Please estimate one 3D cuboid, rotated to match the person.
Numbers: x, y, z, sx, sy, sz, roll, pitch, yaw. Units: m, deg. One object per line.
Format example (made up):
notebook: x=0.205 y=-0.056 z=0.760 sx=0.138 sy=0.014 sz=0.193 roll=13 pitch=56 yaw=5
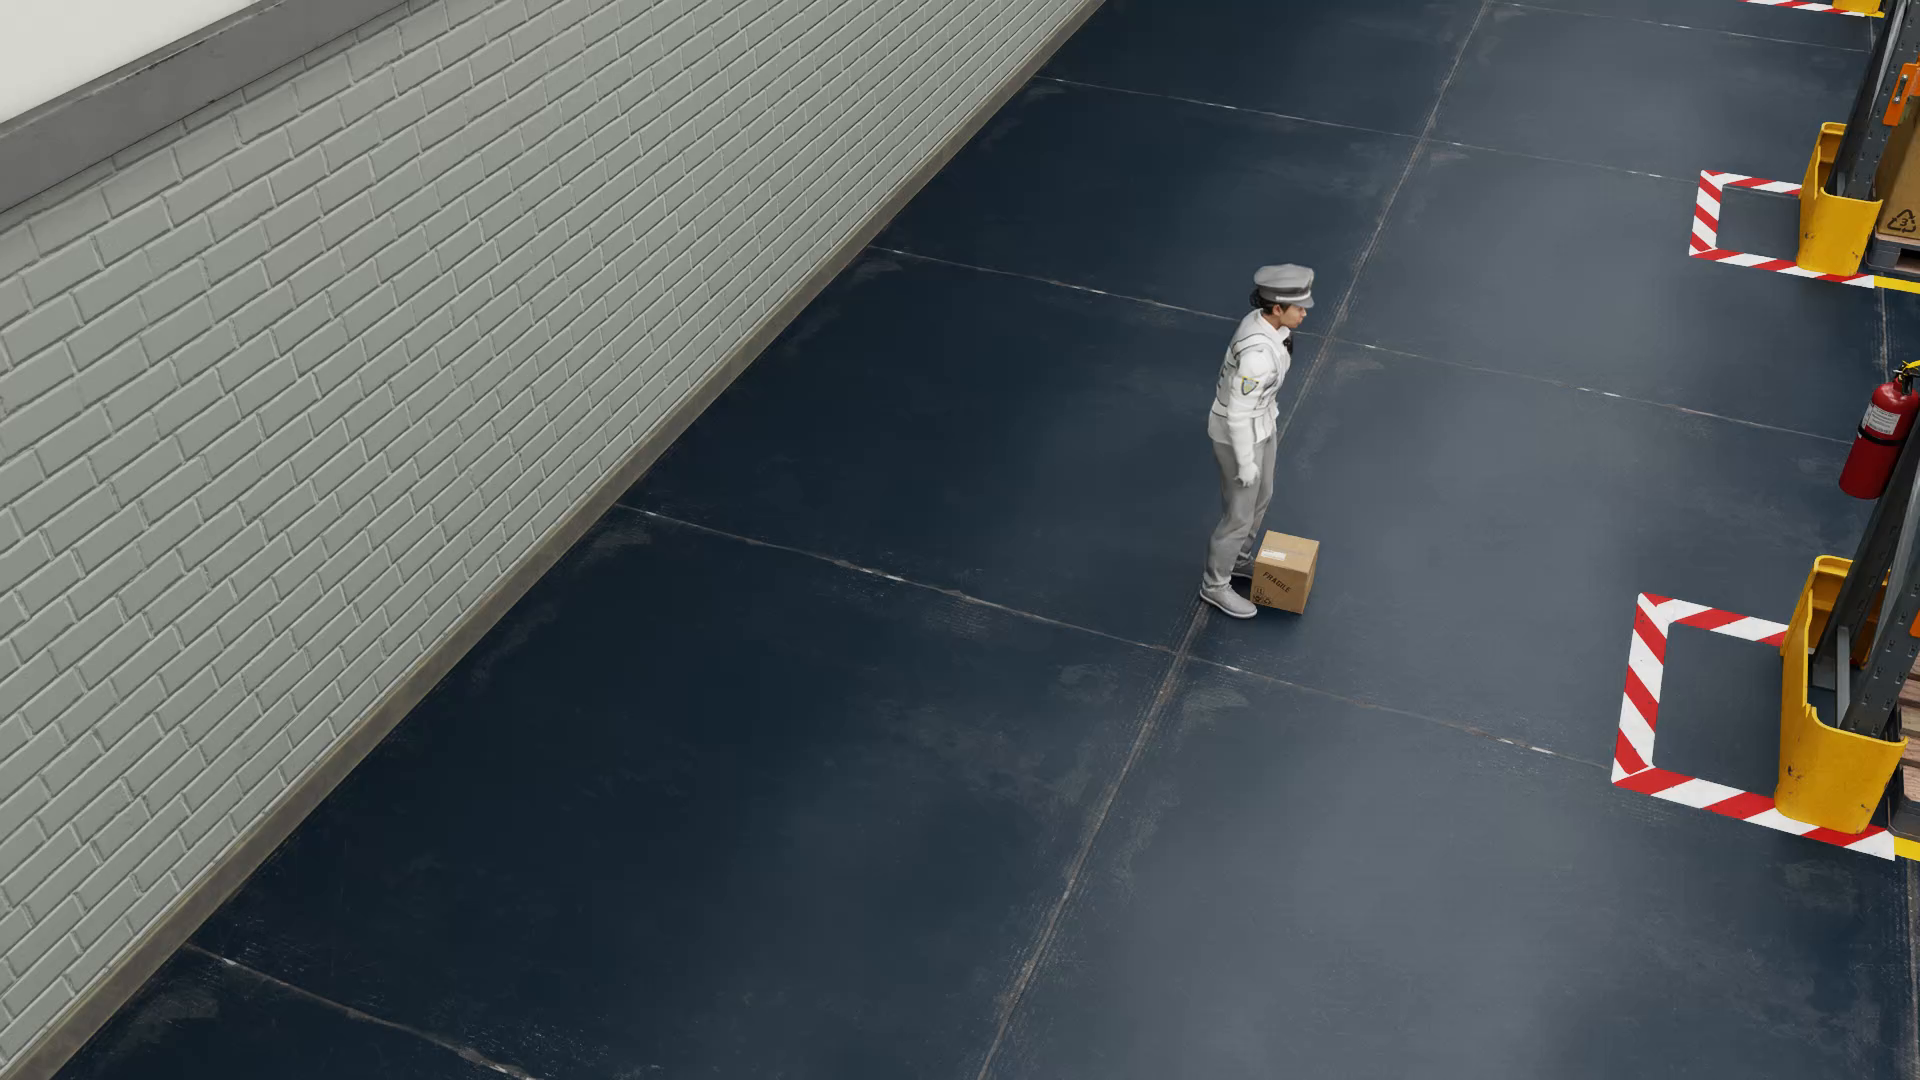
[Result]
person: x=1.311 y=-0.459 z=7.409 sx=0.405 sy=1.663 sz=0.539 roll=13 pitch=40 yaw=16
